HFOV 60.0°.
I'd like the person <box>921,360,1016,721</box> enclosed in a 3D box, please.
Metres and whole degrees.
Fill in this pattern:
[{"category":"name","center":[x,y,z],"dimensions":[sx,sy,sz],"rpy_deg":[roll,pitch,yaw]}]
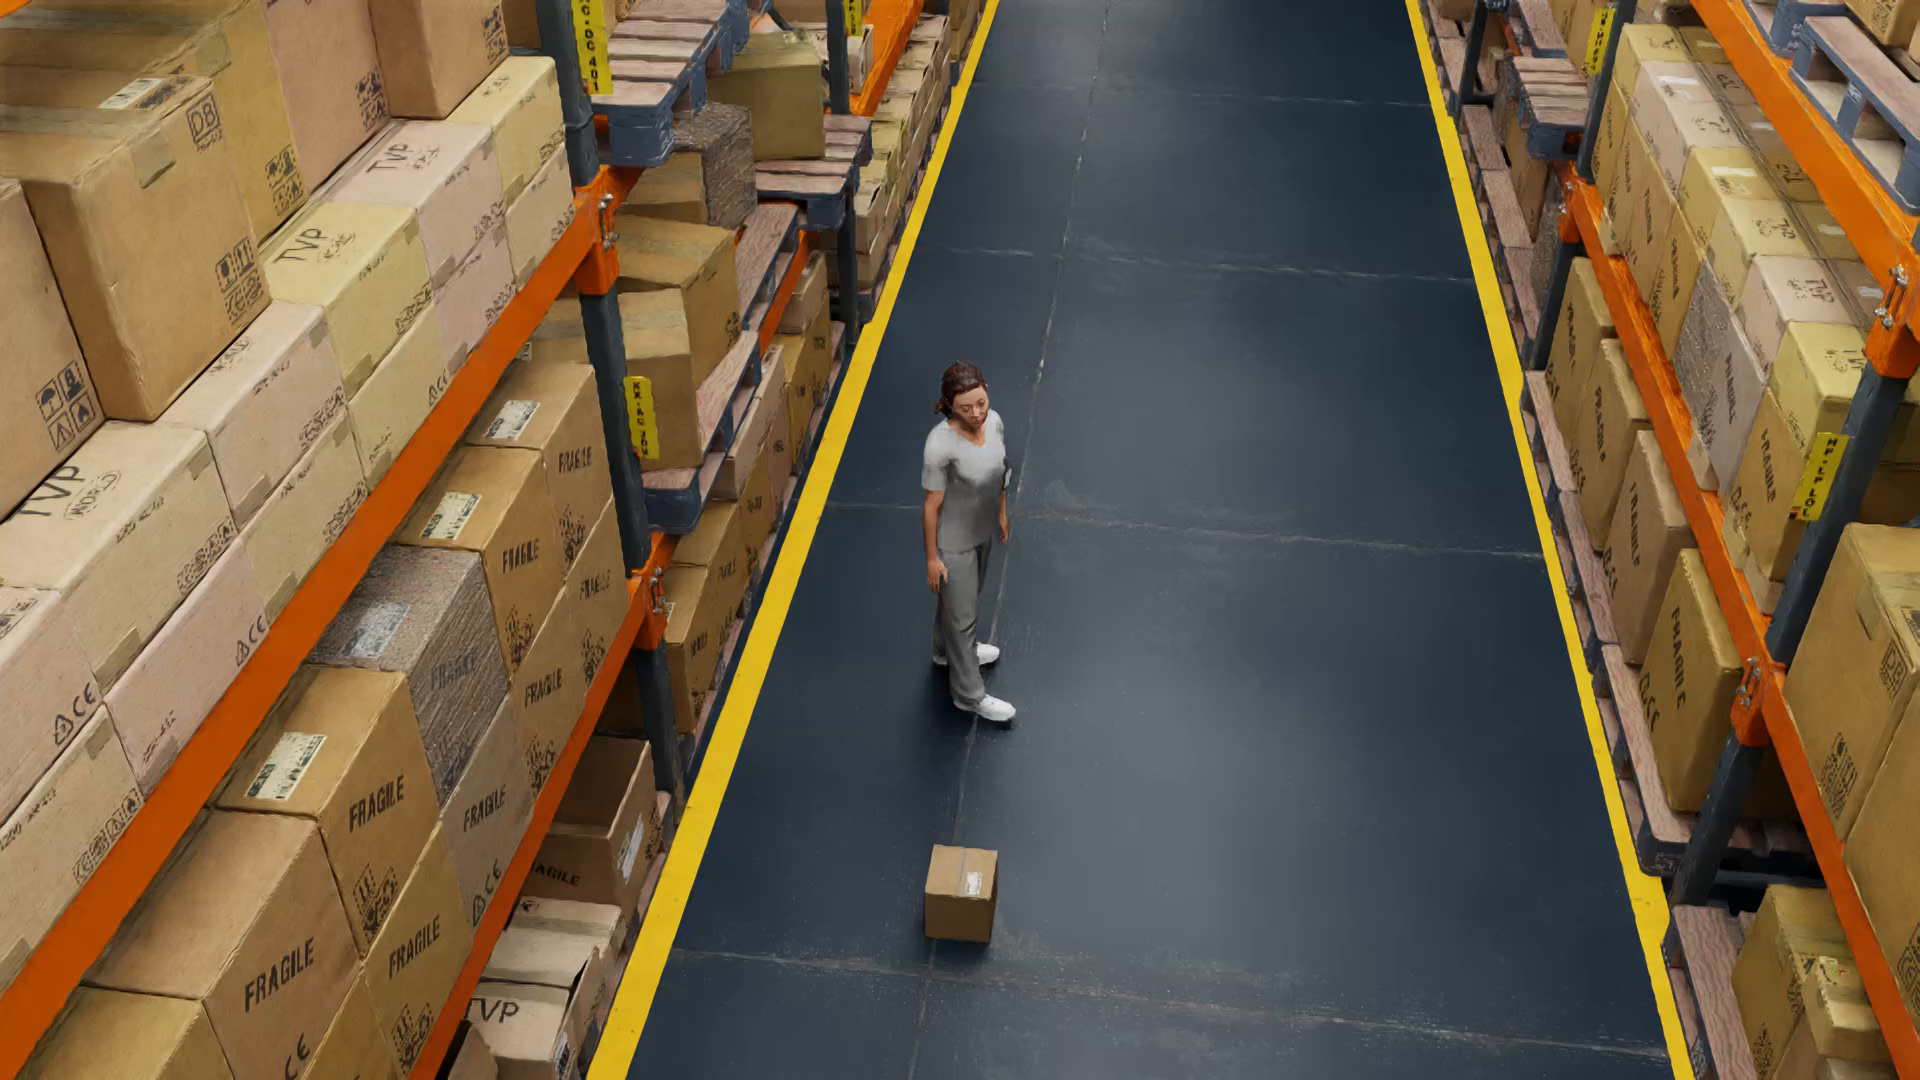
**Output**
[{"category":"person","center":[0.054,0.002,6.998],"dimensions":[0.561,1.669,0.547],"rpy_deg":[22,42,27]}]
